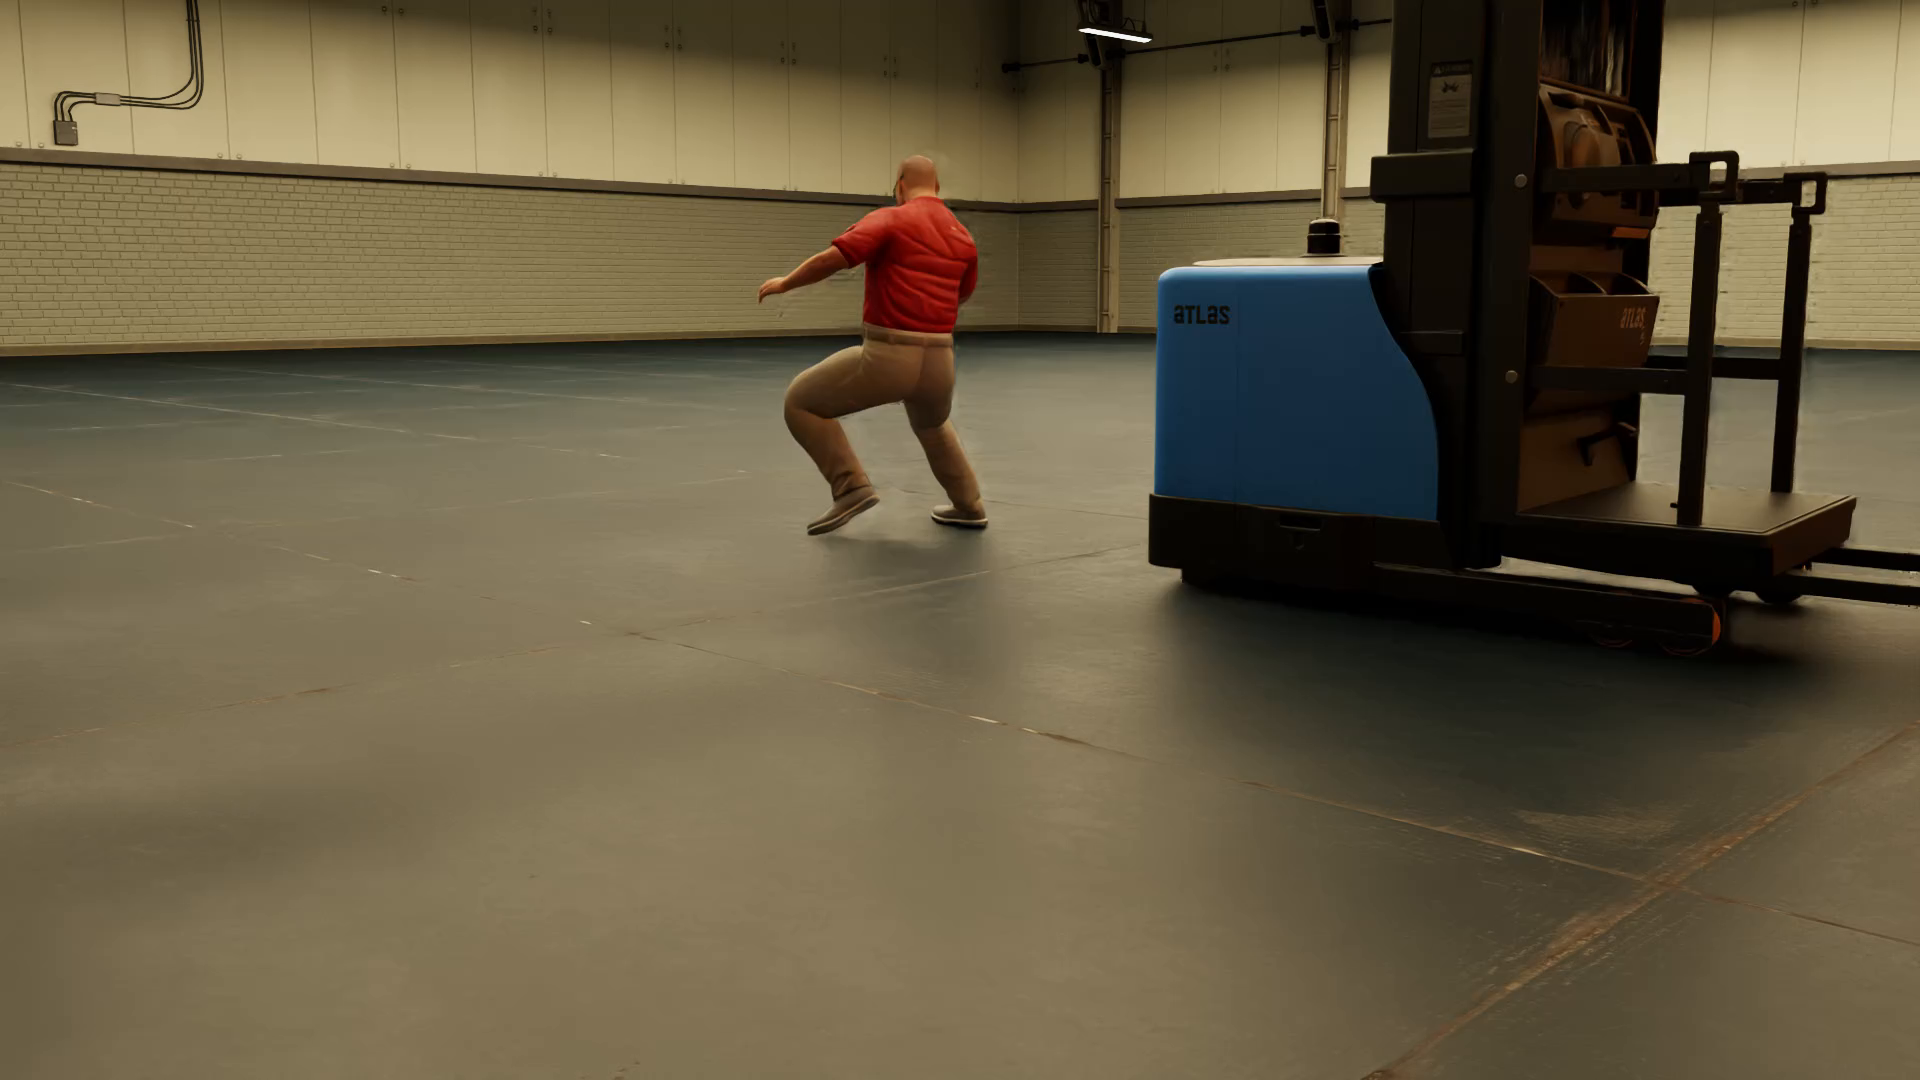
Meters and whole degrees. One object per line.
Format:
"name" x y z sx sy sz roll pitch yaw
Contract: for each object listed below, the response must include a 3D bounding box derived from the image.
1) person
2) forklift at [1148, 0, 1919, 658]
"person" -0.321 -0.788 6.801 0.959 1.526 0.746 -6 10 -33
"forklift" 2.107 -1.214 4.939 3.031 2.935 1.130 7 11 39
